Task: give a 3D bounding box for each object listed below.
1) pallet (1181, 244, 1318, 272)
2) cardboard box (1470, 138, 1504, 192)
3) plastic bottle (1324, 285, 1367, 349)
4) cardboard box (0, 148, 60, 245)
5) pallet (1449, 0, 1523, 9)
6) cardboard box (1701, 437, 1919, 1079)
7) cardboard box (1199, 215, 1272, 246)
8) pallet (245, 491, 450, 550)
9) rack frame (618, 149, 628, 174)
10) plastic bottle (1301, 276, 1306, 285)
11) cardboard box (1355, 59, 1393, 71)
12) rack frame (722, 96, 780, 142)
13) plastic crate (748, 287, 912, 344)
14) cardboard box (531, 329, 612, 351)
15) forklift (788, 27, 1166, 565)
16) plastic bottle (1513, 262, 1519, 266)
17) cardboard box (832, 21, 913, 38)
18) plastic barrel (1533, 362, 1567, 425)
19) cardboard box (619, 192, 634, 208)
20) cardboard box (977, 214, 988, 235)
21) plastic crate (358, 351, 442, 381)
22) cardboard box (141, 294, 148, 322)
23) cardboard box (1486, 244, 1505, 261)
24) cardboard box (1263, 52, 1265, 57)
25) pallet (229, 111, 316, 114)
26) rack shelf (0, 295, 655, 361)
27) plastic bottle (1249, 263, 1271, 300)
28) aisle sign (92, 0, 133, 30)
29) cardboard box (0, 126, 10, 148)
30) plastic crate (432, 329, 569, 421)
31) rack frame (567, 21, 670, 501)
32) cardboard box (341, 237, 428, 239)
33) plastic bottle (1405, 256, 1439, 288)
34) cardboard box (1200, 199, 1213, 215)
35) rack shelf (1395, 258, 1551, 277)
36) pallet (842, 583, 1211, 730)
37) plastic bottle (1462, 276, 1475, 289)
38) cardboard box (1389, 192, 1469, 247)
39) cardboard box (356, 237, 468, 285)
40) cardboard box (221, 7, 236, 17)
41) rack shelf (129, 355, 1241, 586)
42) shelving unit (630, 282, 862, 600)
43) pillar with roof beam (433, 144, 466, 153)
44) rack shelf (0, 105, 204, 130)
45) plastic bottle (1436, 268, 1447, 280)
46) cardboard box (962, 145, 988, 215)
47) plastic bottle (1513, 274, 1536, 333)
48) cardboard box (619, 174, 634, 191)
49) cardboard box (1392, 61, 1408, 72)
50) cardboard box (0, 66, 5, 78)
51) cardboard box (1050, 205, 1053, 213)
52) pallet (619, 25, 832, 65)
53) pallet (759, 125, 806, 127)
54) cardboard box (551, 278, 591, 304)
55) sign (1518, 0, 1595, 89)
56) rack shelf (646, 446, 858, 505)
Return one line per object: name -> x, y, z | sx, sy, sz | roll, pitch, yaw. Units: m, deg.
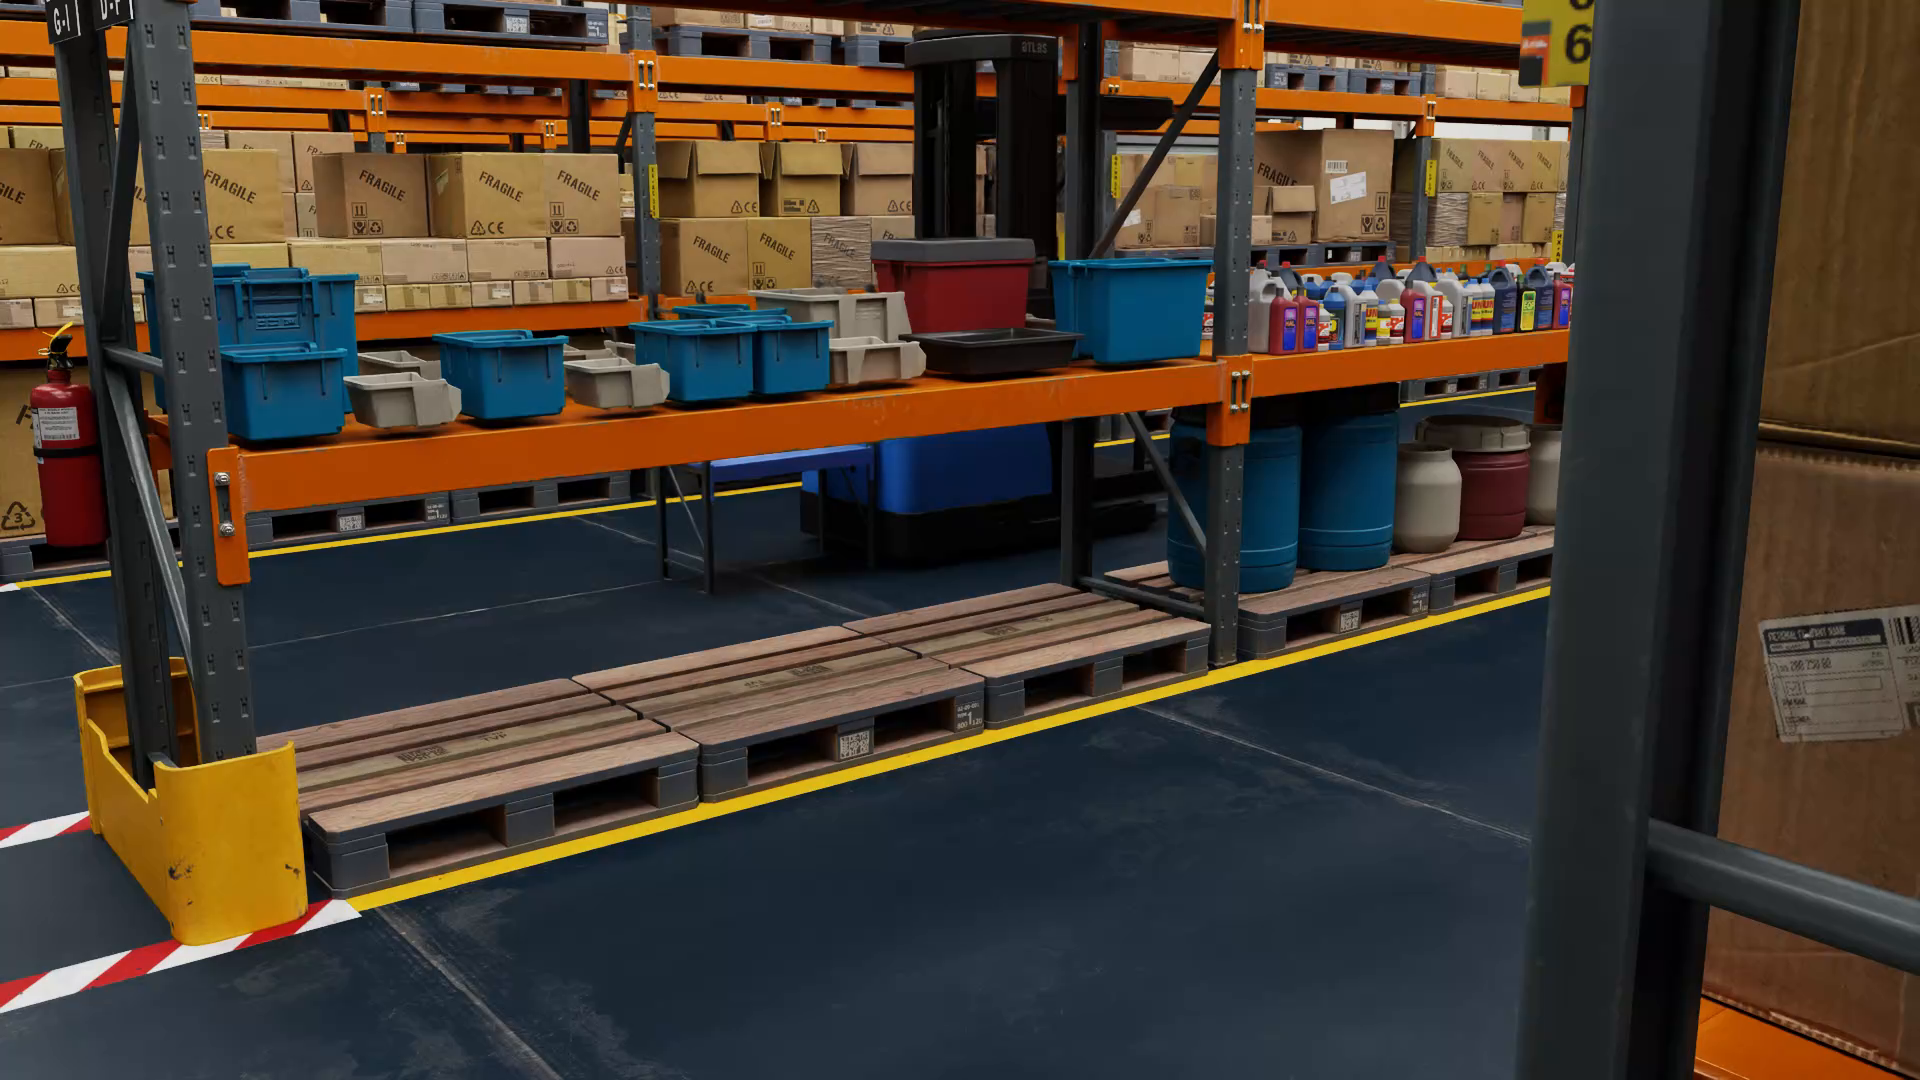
pallet -> 2.376, -2.501, 14.649 | 1.213, 0.211, 1.003 | -9, 15, -38
cardboard box -> 4.879, -3.617, 16.075 | 0.500, 0.500, 0.500 | -9, 15, -38
plastic bottle -> 1.712, -0.994, 7.389 | 0.135, 0.276, 0.152 | -9, 15, -38
cardboard box -> -5.175, -1.838, 8.905 | 0.500, 0.500, 0.500 | -9, 15, -37
pallet -> 2.261, -2.649, 8.118 | 1.213, 0.211, 1.003 | -9, 15, -38
cardboard box -> 0.974, 0.162, 1.402 | 0.500, 0.500, 0.500 | -9, 15, -36
cardboard box -> 2.308, -2.644, 14.209 | 0.500, 0.250, 0.500 | -10, 16, -39
pallet -> -3.863, -0.203, 10.079 | 1.213, 0.211, 1.003 | -9, 15, -38
rack frame -> -5.315, -5.263, 27.191 | 0.127, 3.000, 1.000 | -9, 15, -38
plastic bottle -> 1.612, -1.165, 8.193 | 0.135, 0.276, 0.152 | -9, 15, -38
cardboard box -> 3.551, -4.529, 15.255 | 0.637, 0.503, 0.797 | -10, 16, -40
rack frame -> -2.164, -3.149, 17.238 | 0.127, 3.000, 1.000 | -9, 15, -38
plastic crate -> -0.481, -0.812, 6.374 | 0.530, 0.282, 0.437 | -9, 15, -38
cardboard box -> -2.833, -0.906, 10.779 | 0.875, 0.875, 0.875 | -9, 15, -38
forklift -> 0.457, -1.534, 9.796 | 3.031, 2.935, 1.130 | -11, 16, -41
plastic bottle -> 3.125, -1.432, 9.434 | 0.133, 0.283, 0.061 | -9, 15, -38
cardboard box -> -0.726, -3.786, 11.758 | 0.637, 0.503, 0.797 | -10, 15, -38
plastic barrel -> 3.579, -0.606, 9.475 | 0.708, 0.830, 0.600 | -9, 15, -38
cardboard box -> -3.271, -3.217, 15.721 | 0.250, 0.149, 0.380 | -9, 15, -35
cardboard box -> 0.232, -2.213, 12.587 | 0.500, 0.500, 0.500 | -10, 15, -38
plastic crate -> -1.773, -0.526, 5.374 | 0.243, 0.136, 0.396 | -9, 15, -38
cardboard box -> -4.305, -1.264, 8.965 | 0.250, 0.149, 0.380 | -10, 15, -39
cardboard box -> 5.127, -2.834, 16.358 | 0.250, 0.149, 0.380 | -9, 15, -38
cardboard box -> 2.170, -4.243, 13.725 | 0.500, 0.500, 0.500 | -10, 16, -39
pallet -> -7.773, -4.921, 18.820 | 1.217, 0.209, 0.805 | -10, 16, -40
rack shelf -> -3.829, -1.201, 9.796 | 4.000, 0.370, 1.077 | -9, 15, -38
plastic bottle -> 1.430, -1.134, 7.867 | 0.185, 0.351, 0.144 | -9, 15, -38
aisle sign -> -2.167, -1.704, 4.175 | 0.004, 0.787, 0.394 | -9, 15, -38
cardboard box -> -7.504, -2.876, 12.589 | 0.500, 0.500, 0.500 | -9, 15, -36
plastic crate -> -1.384, -0.502, 5.029 | 0.300, 0.233, 0.416 | -9, 15, -38
rack frame -> -2.267, -1.813, 10.944 | 0.127, 3.000, 1.000 | -9, 15, -38
cardboard box -> -3.590, -1.734, 10.220 | 0.500, 0.250, 0.500 | -9, 15, -36
plastic bottle -> 2.400, -1.293, 8.617 | 0.185, 0.351, 0.144 | -9, 15, -38
cardboard box -> 2.890, -4.078, 21.251 | 0.550, 0.550, 0.875 | -9, 15, -38
rack shelf -> 5.541, -2.758, 17.129 | 4.000, 0.370, 1.077 | -9, 15, -38
pallet -> 0.277, 0.456, 6.971 | 1.213, 0.211, 1.003 | -9, 15, -38
plastic bottle -> 2.500, -1.154, 8.152 | 0.097, 0.271, 0.097 | 0, 12, 0
cardboard box -> 4.369, -3.094, 16.019 | 0.500, 0.500, 0.875 | -9, 15, -38
cardboard box -> -3.249, -1.651, 9.828 | 0.500, 0.250, 0.500 | -9, 15, -37
cardboard box -> -6.004, -4.289, 13.584 | 0.250, 0.149, 0.380 | -9, 15, -36
rack shelf -> -0.735, -0.398, 6.013 | 4.000, 0.370, 1.077 | -9, 15, -38
shelving unit -> -1.086, -0.546, 8.588 | 1.048, 1.500, 0.538 | -10, 15, -39
pillar with roof beam -> -5.294, -7.295, 22.321 | 0.400, 9.000, 9.100 | -9, 15, -38
rack shelf -> -10.020, -4.276, 17.054 | 4.000, 0.370, 1.077 | -9, 15, -38
plastic bottle -> 2.581, -1.331, 8.986 | 0.097, 0.271, 0.097 | 0, 12, 0
cardboard box -> -0.236, -2.695, 12.443 | 0.637, 0.503, 0.797 | -9, 15, -36
plastic bottle -> 2.760, -1.160, 8.151 | 0.133, 0.283, 0.061 | -9, 15, -38
cardboard box -> -4.436, -4.429, 21.295 | 0.500, 0.500, 0.500 | -8, 15, -35
cardboard box -> 4.053, -4.529, 15.914 | 0.250, 0.149, 0.380 | -9, 15, -36
cardboard box -> -7.486, -3.590, 12.451 | 0.500, 0.250, 0.500 | -9, 15, -36
cardboard box -> 0.719, -3.606, 19.149 | 0.500, 0.500, 0.500 | -10, 15, -38
pallet -> -1.582, -3.313, 11.250 | 1.217, 0.209, 0.805 | -10, 16, -40
pallet -> -2.760, -5.771, 22.814 | 1.003, 0.211, 1.213 | -9, 15, -38
cardboard box -> -2.502, -1.564, 10.375 | 0.250, 0.149, 0.380 | -9, 15, -37
sign -> 0.464, -0.500, 1.214 | 0.005, 0.325, 0.100 | -9, 15, -38
rack shelf -> -1.086, -0.370, 8.625 | 1.000, 0.185, 0.538 | -10, 15, -39
